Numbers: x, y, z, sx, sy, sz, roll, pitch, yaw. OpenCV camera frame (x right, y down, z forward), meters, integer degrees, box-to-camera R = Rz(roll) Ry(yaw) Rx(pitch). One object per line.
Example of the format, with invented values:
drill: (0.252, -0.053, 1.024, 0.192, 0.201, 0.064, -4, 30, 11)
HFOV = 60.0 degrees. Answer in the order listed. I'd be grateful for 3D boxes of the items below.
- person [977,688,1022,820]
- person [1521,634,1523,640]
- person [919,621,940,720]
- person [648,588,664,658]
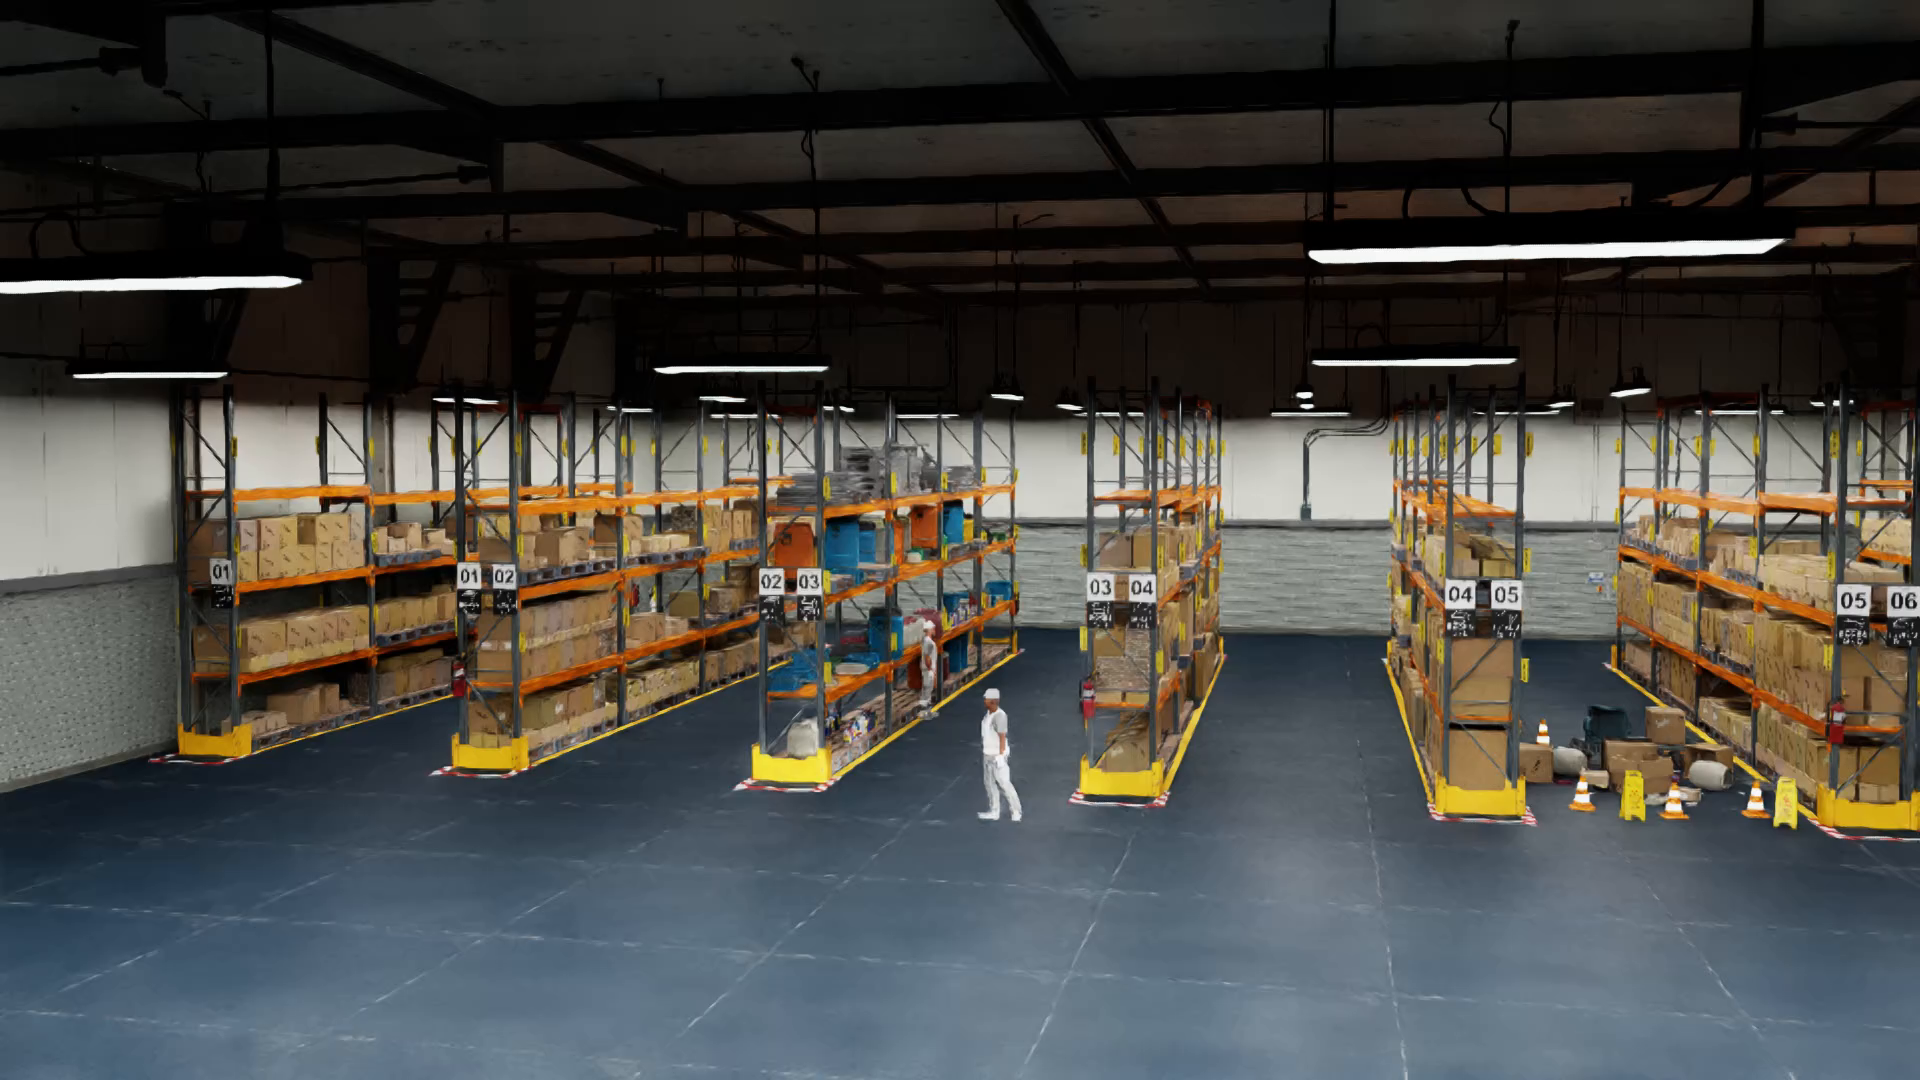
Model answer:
person: (0.532, 2.871, 22.350, 0.549, 1.780, 0.658, -1, 3, -15)
person: (12.081, 2.160, 36.331, 0.532, 1.588, 0.535, 2, 4, 36)
person: (-0.562, 2.378, 30.545, 0.397, 1.791, 0.655, 0, 3, -3)
person: (-7.195, 1.945, 39.309, 0.365, 1.680, 0.576, 0, 3, -5)
